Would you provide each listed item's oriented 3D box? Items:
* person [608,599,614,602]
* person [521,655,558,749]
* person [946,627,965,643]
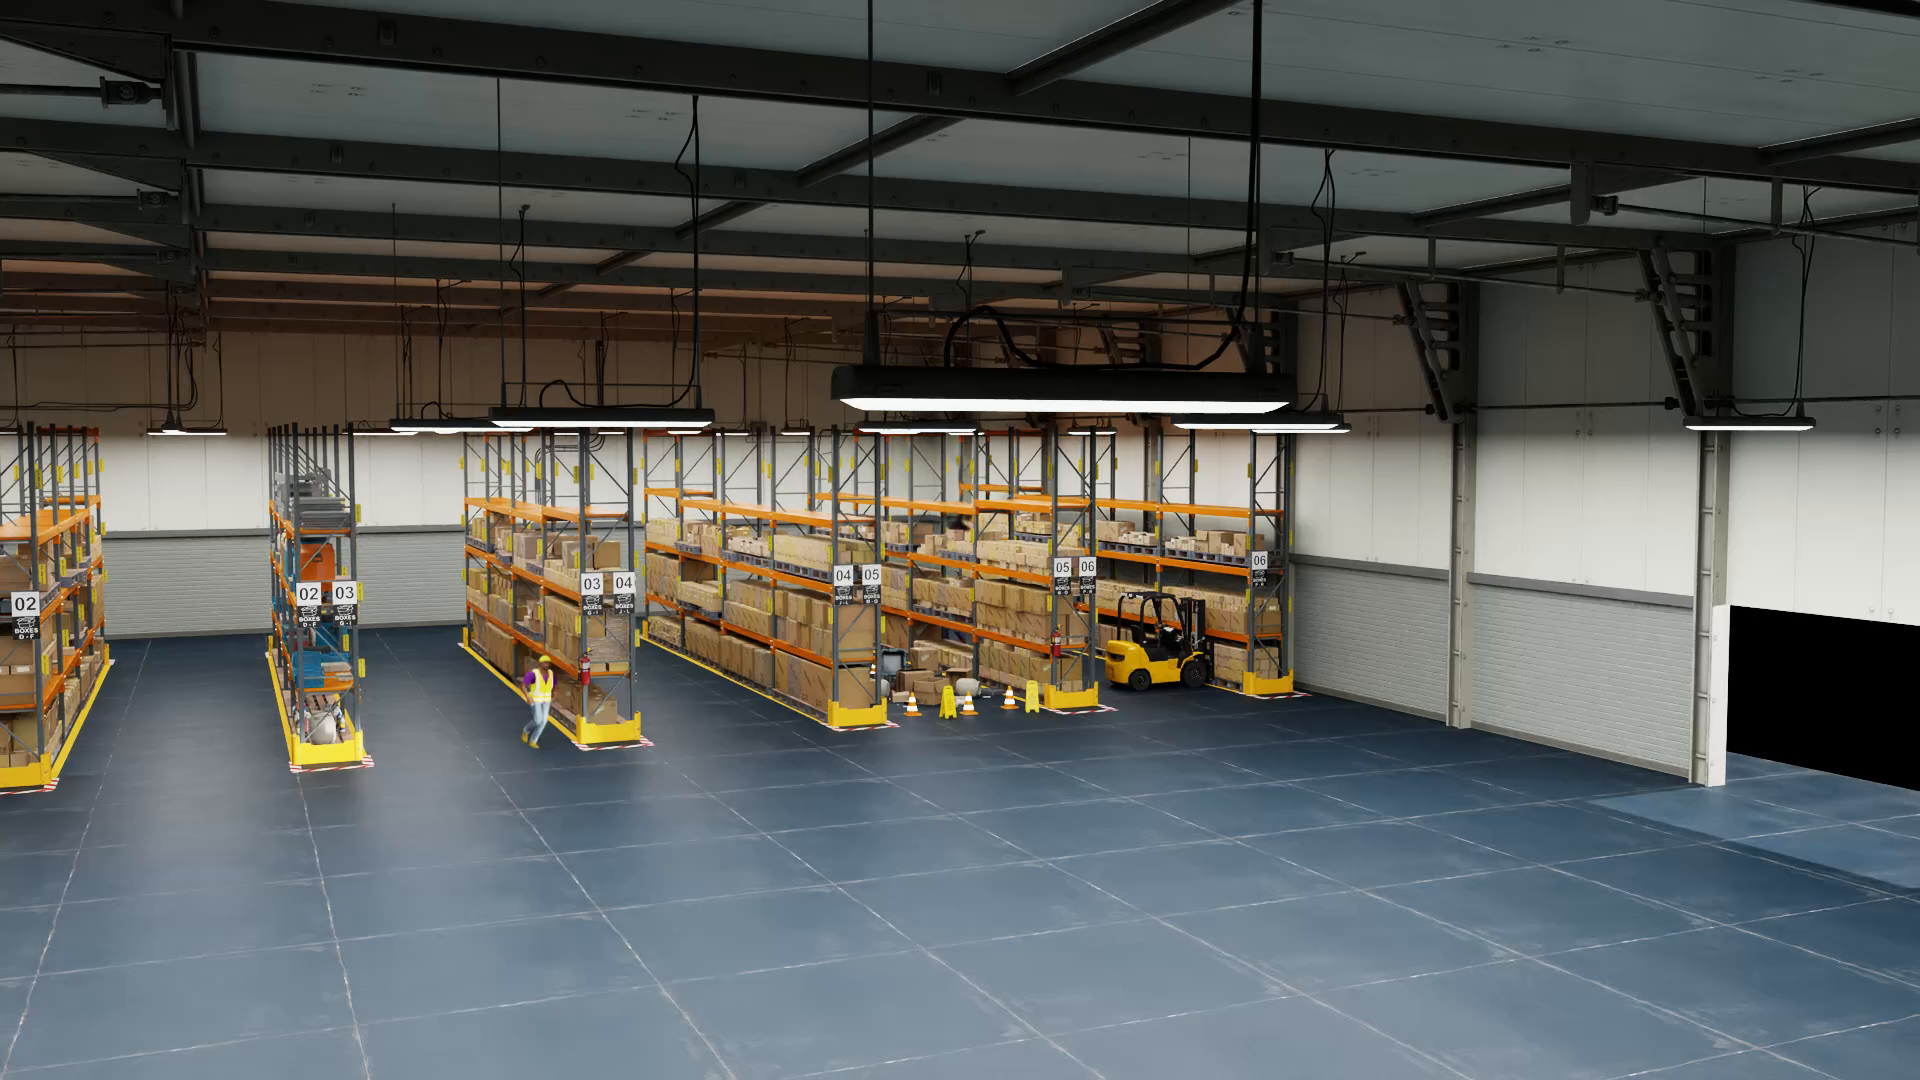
[{"bbox_3d":[-9.981,1.911,47.915,0.718,1.759,0.852,3,4,37],"label":"person"},{"bbox_3d":[-7.789,2.993,30.924,0.710,1.714,0.566,-3,5,-43],"label":"person"},{"bbox_3d":[-0.228,2.119,45.469,0.614,1.634,0.852,-3,4,-39],"label":"person"}]
